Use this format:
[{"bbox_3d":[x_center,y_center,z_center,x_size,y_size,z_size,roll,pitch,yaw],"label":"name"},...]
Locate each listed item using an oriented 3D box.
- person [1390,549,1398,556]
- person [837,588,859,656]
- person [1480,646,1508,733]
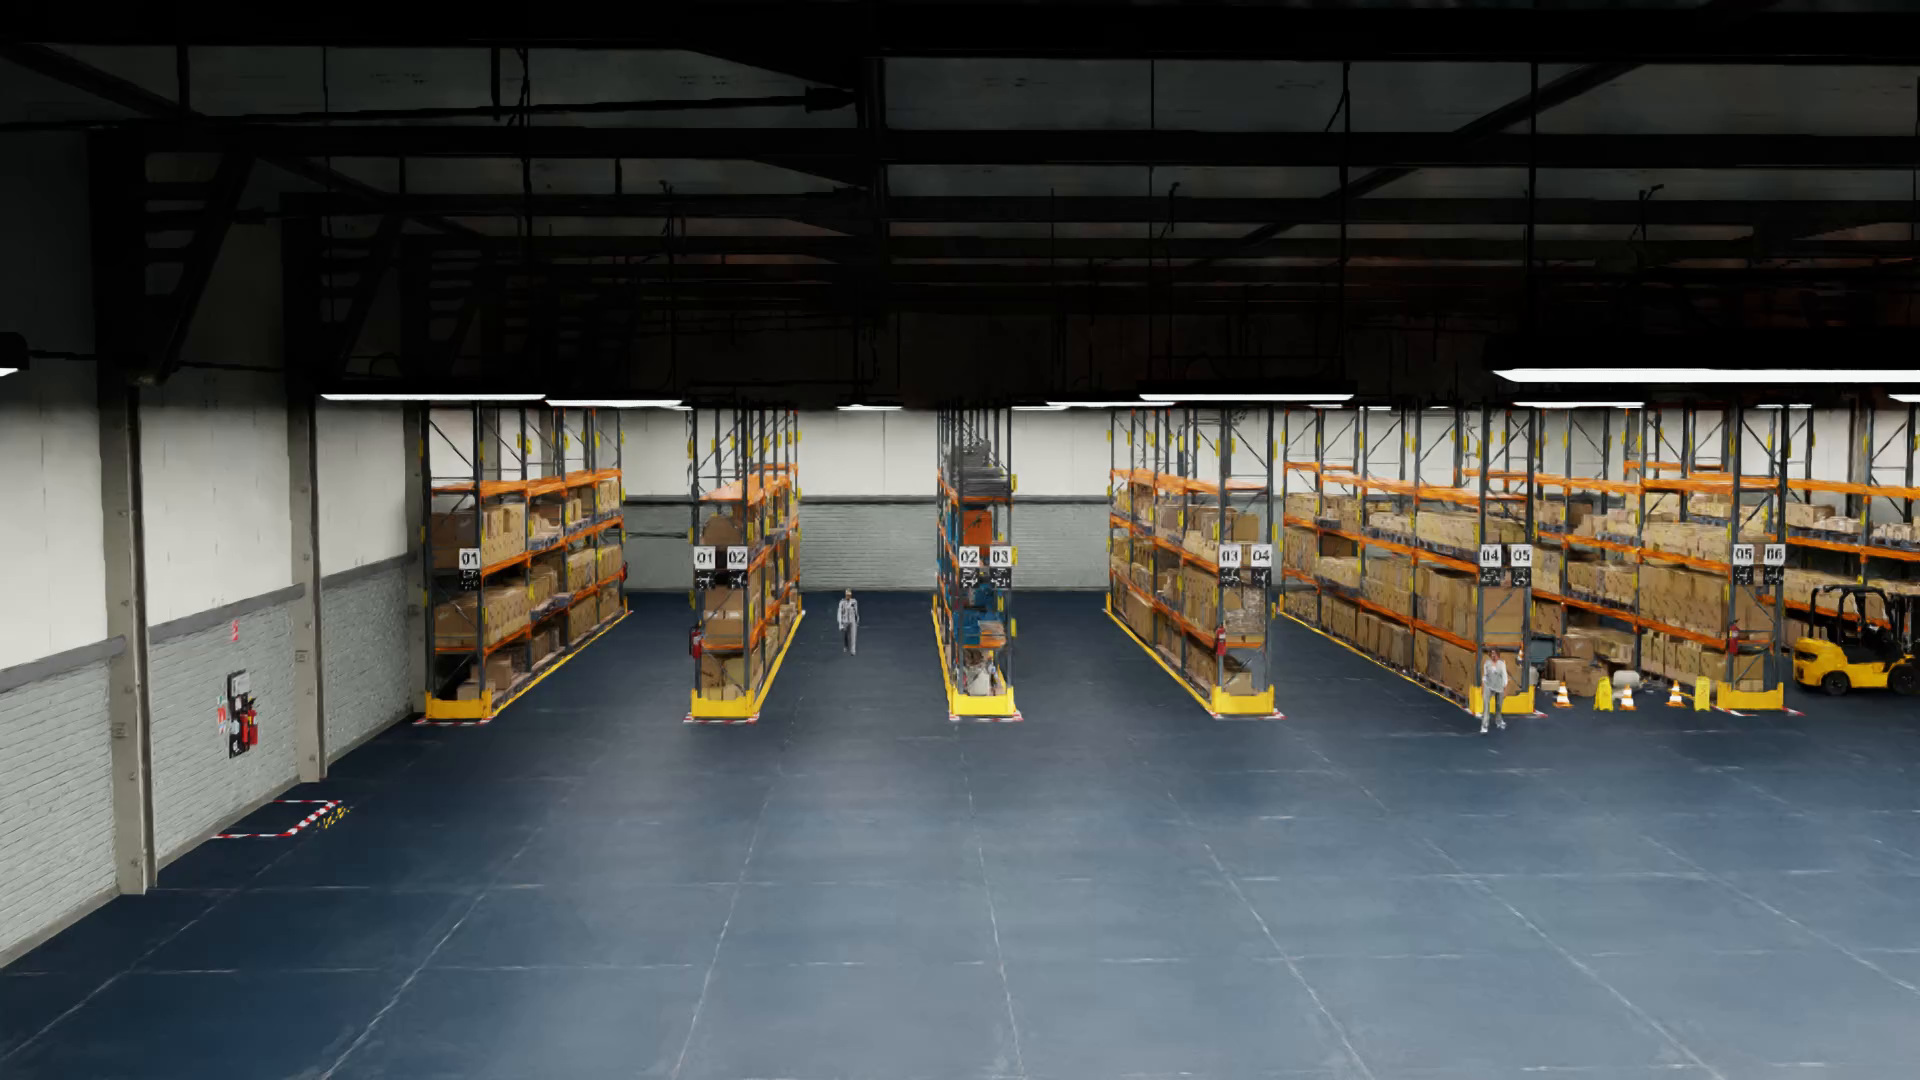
[{"bbox_3d":[12.873,1.008,49.354,0.568,1.780,0.718,3,6,37],"label":"person"},{"bbox_3d":[-2.620,1.900,38.924,0.499,1.584,1.073,0,4,-4],"label":"person"},{"bbox_3d":[9.554,2.655,29.728,0.457,1.541,0.884,2,5,22],"label":"person"}]
